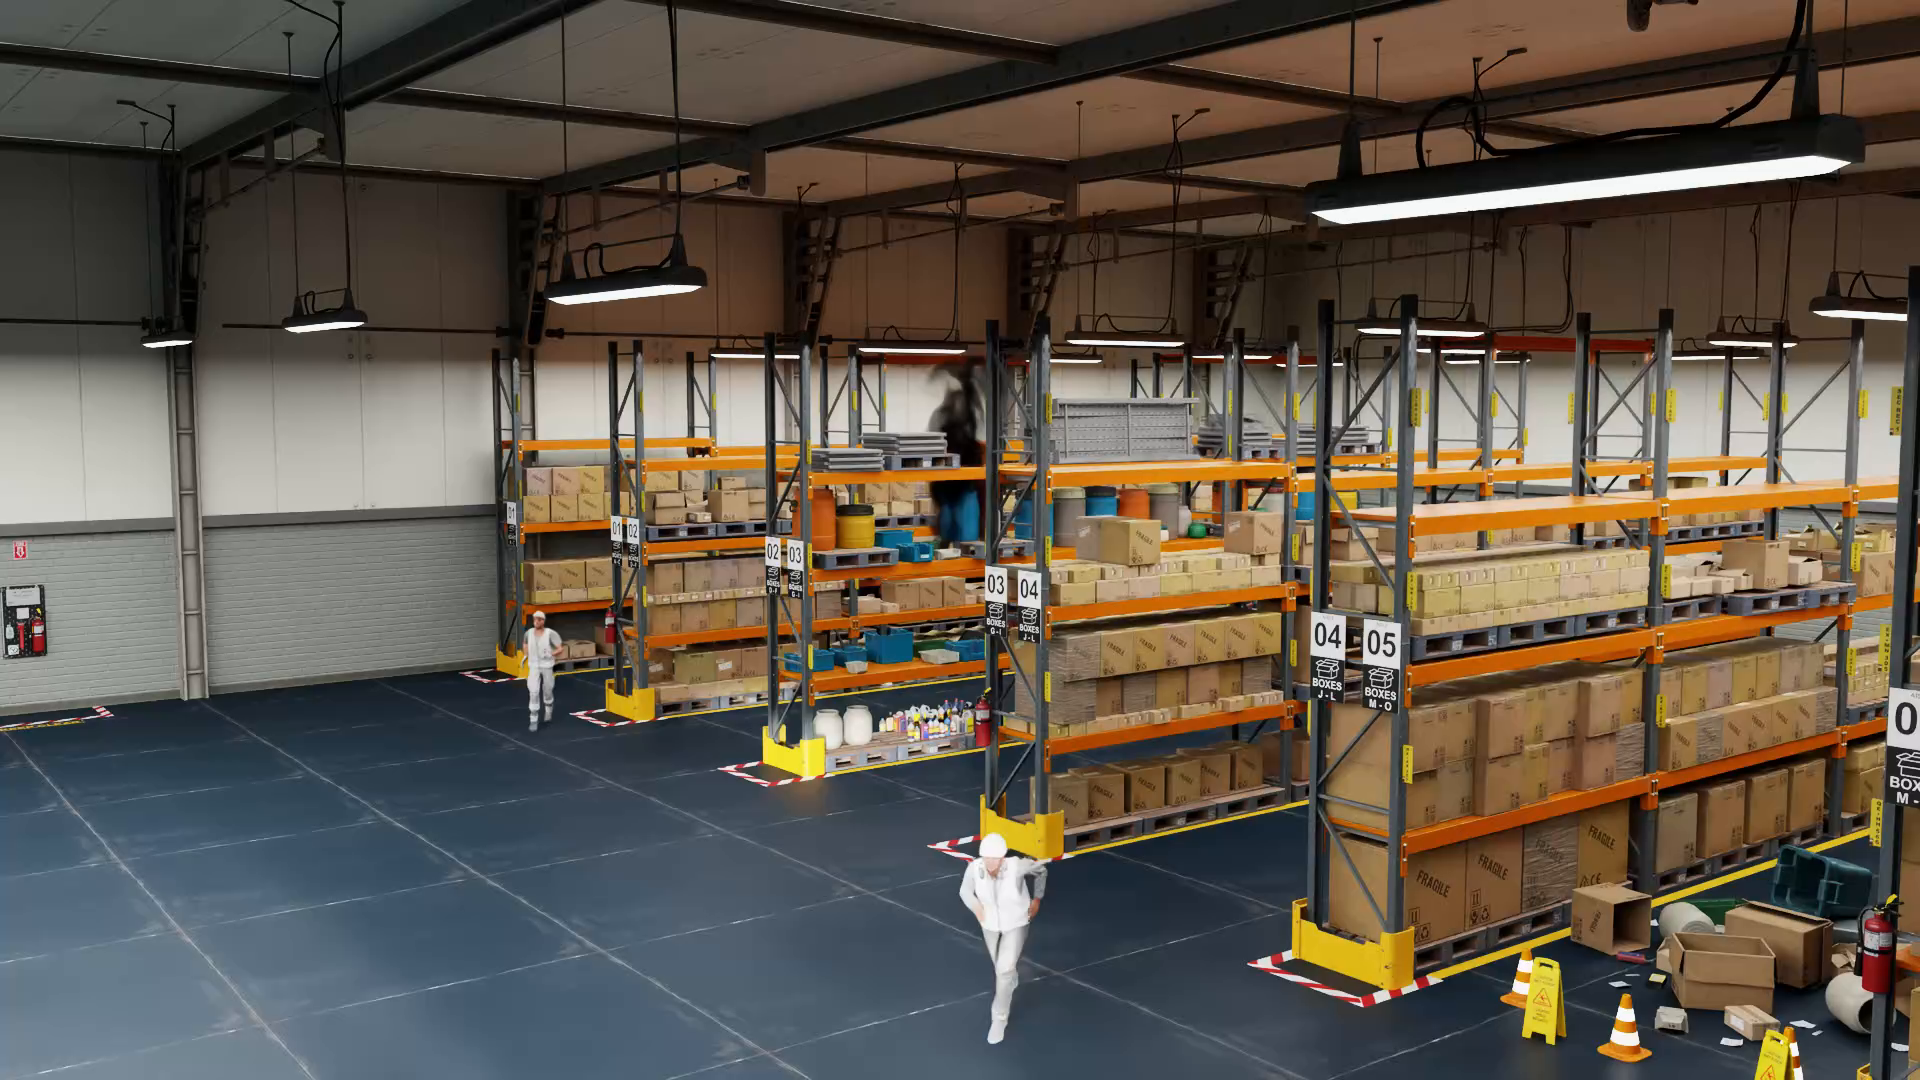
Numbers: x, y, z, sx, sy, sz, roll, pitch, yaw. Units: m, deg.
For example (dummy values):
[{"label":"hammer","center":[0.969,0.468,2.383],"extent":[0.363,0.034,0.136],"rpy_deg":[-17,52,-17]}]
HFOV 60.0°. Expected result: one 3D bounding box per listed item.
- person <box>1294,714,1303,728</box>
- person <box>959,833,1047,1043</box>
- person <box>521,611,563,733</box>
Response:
[{"label":"person","center":[4.880,2.351,24.180],"extent":[0.574,1.349,0.511],"rpy_deg":[-3,6,-33]},{"label":"person","center":[0.369,3.162,13.584],"extent":[0.701,1.732,1.038],"rpy_deg":[1,5,13]},{"label":"person","center":[-6.452,1.991,25.702],"extent":[0.650,1.814,0.891],"rpy_deg":[0,5,-5]}]
